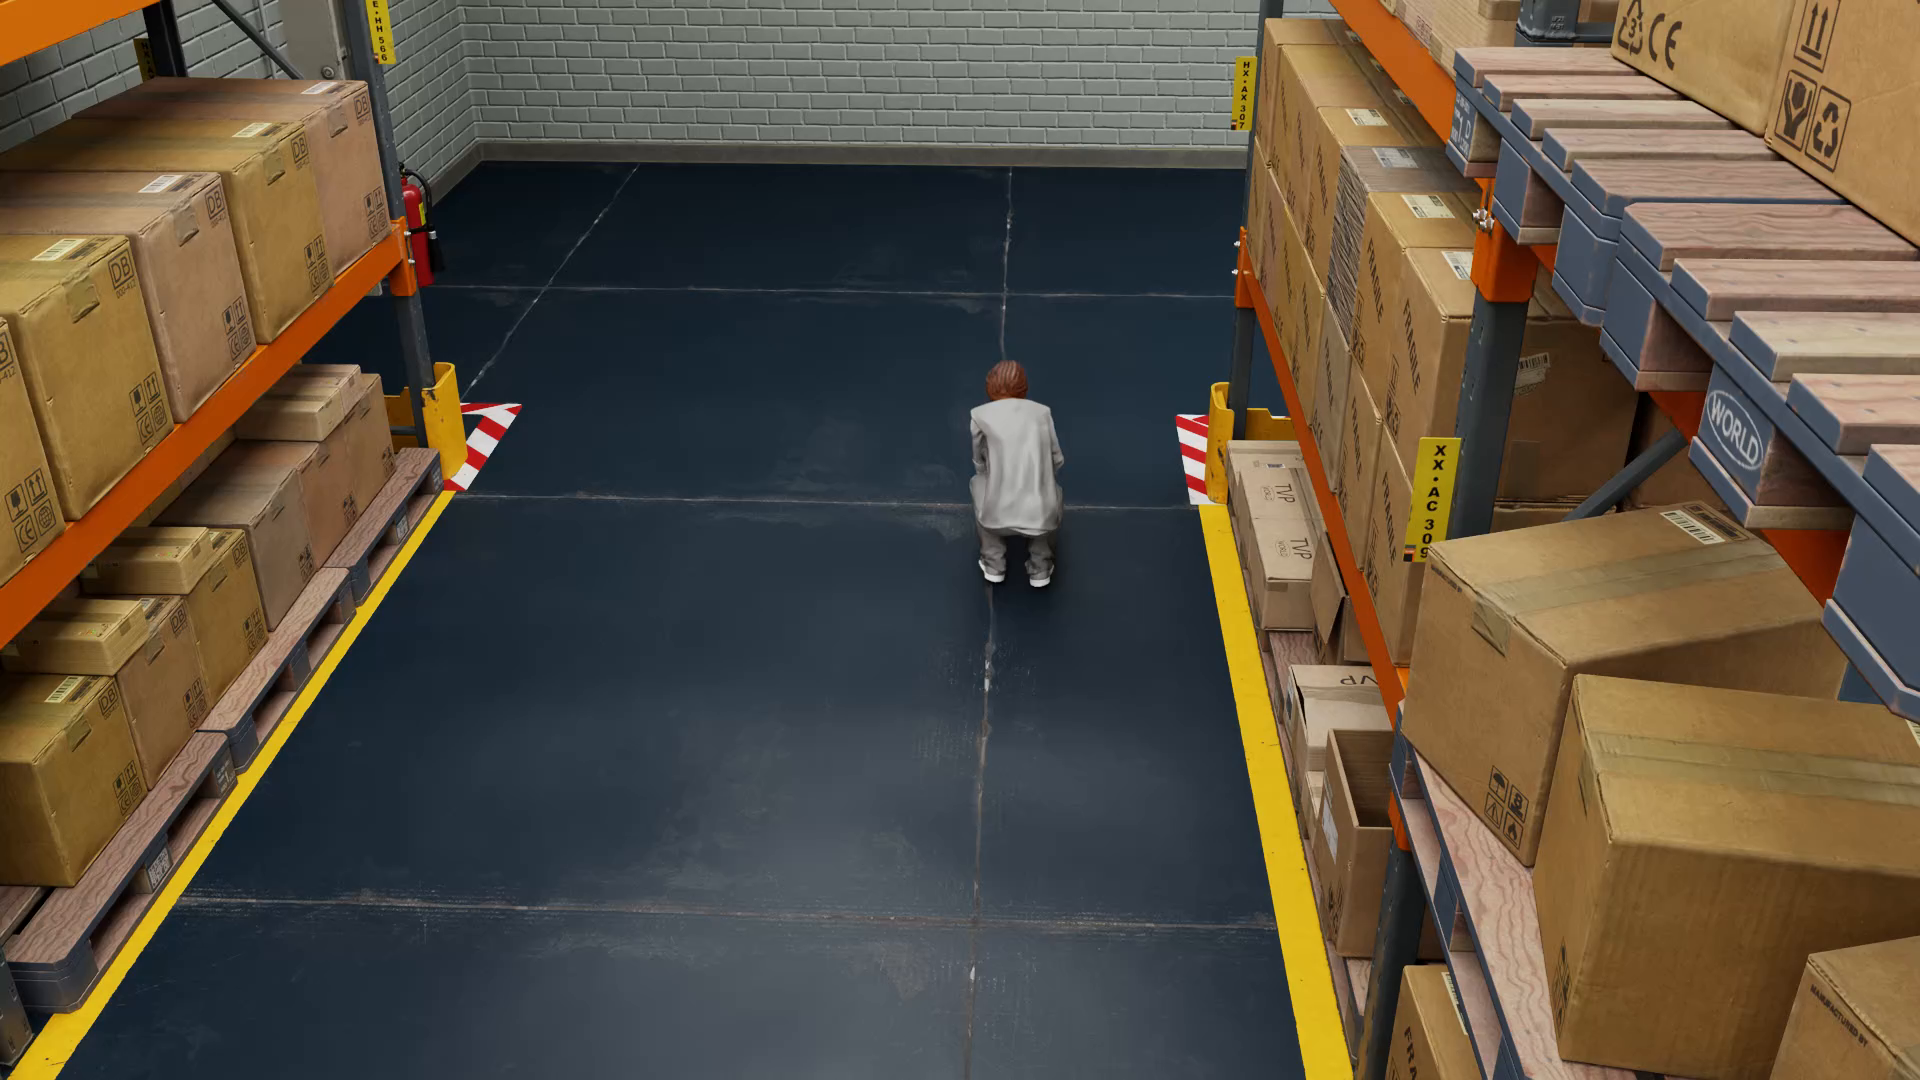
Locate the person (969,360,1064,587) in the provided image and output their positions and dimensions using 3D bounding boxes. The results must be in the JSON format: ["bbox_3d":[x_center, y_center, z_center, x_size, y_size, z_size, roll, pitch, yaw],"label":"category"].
[{"bbox_3d":[0.254,-0.295,7.420,0.430,0.904,0.811,1,28,1],"label":"person"}]
